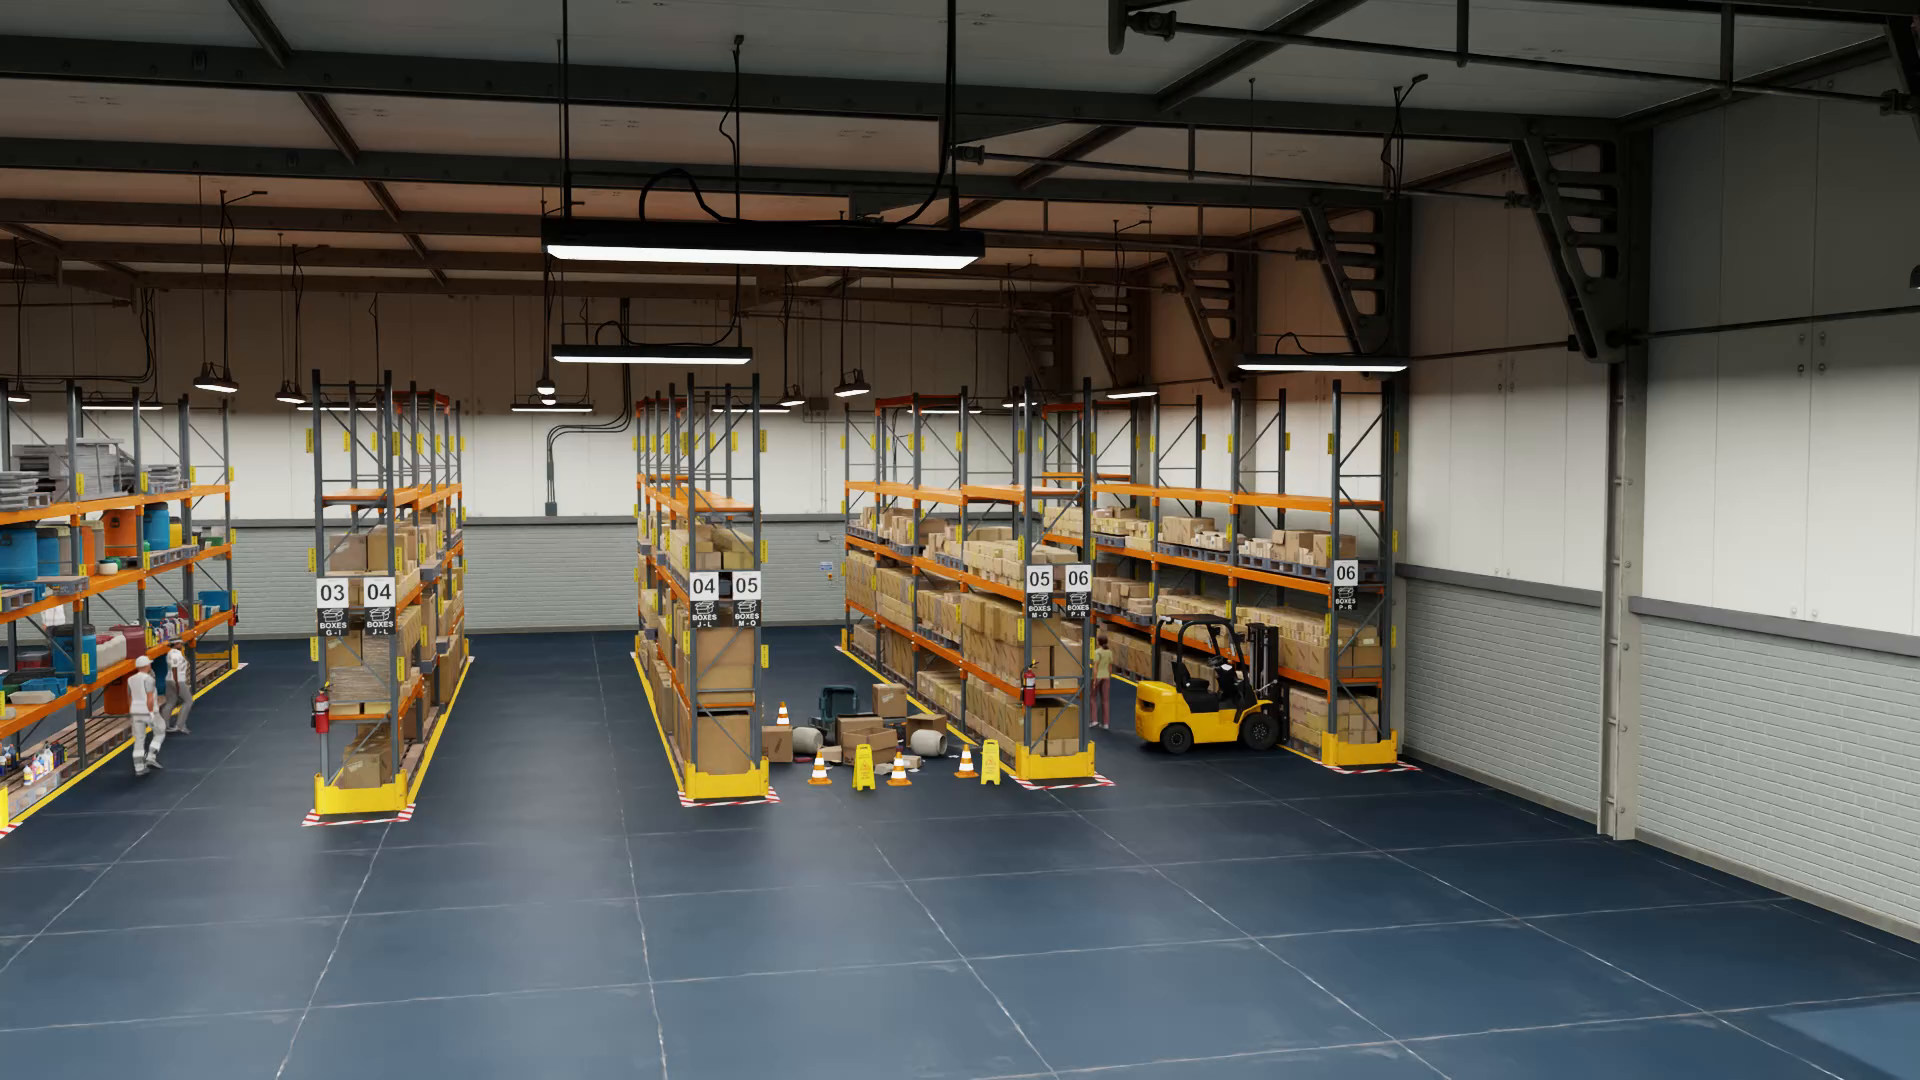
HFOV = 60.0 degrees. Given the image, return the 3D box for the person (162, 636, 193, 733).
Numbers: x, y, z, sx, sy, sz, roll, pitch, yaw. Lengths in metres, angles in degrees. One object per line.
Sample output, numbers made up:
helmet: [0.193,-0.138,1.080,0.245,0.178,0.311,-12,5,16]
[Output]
person: [-13.631,2.520,28.844,0.543,1.690,0.521,3,4,41]

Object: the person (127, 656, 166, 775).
person: [-12.378,2.642,25.201,0.543,1.772,0.496,0,3,1]

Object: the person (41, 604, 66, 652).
person: [-20.718,1.929,38.019,0.510,1.734,1.008,-1,4,-23]

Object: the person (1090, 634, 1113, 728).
person: [2.498,2.517,29.265,0.459,1.695,0.595,-1,3,-18]
